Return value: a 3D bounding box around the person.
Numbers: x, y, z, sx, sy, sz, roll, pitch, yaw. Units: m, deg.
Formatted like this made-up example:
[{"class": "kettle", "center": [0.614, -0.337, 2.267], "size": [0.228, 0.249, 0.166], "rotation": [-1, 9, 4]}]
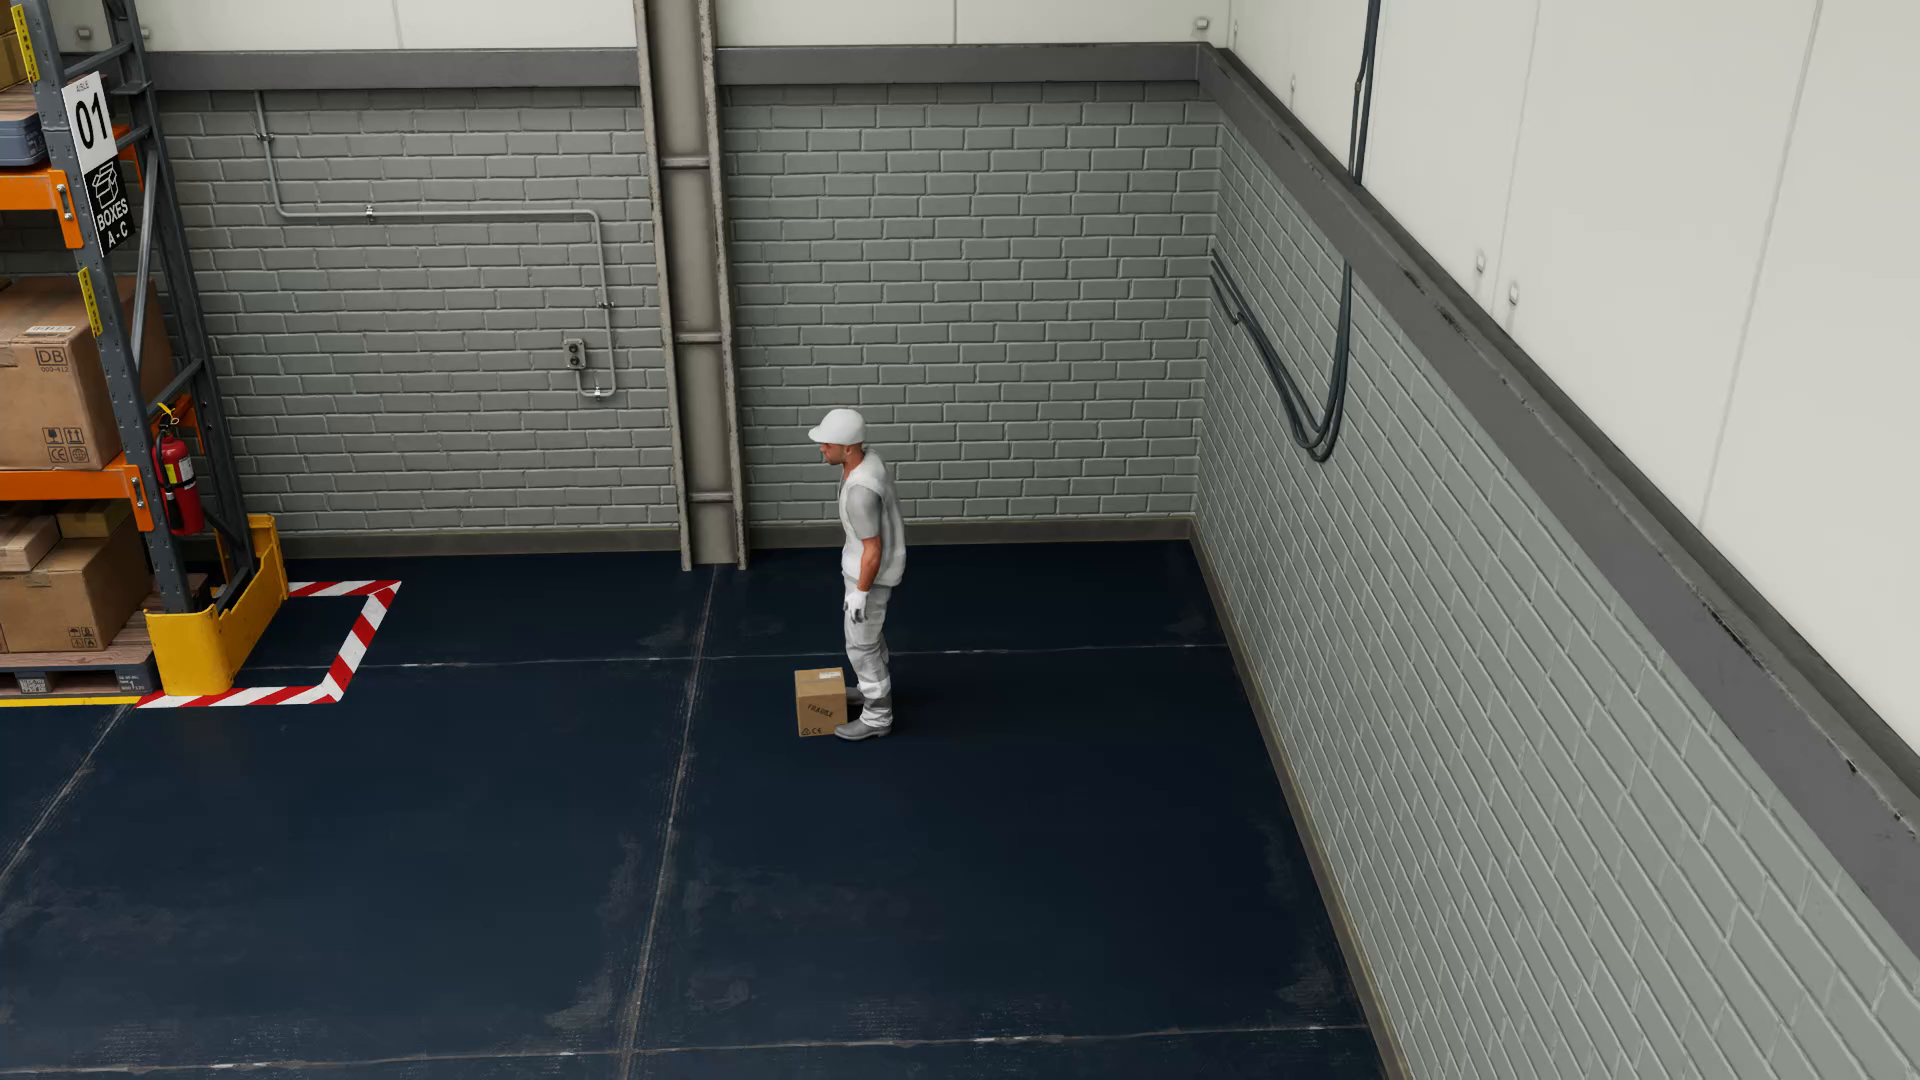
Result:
[{"class": "person", "center": [-0.496, 0.161, 8.291], "size": [0.455, 1.779, 0.611], "rotation": [-2, 27, -3]}]
